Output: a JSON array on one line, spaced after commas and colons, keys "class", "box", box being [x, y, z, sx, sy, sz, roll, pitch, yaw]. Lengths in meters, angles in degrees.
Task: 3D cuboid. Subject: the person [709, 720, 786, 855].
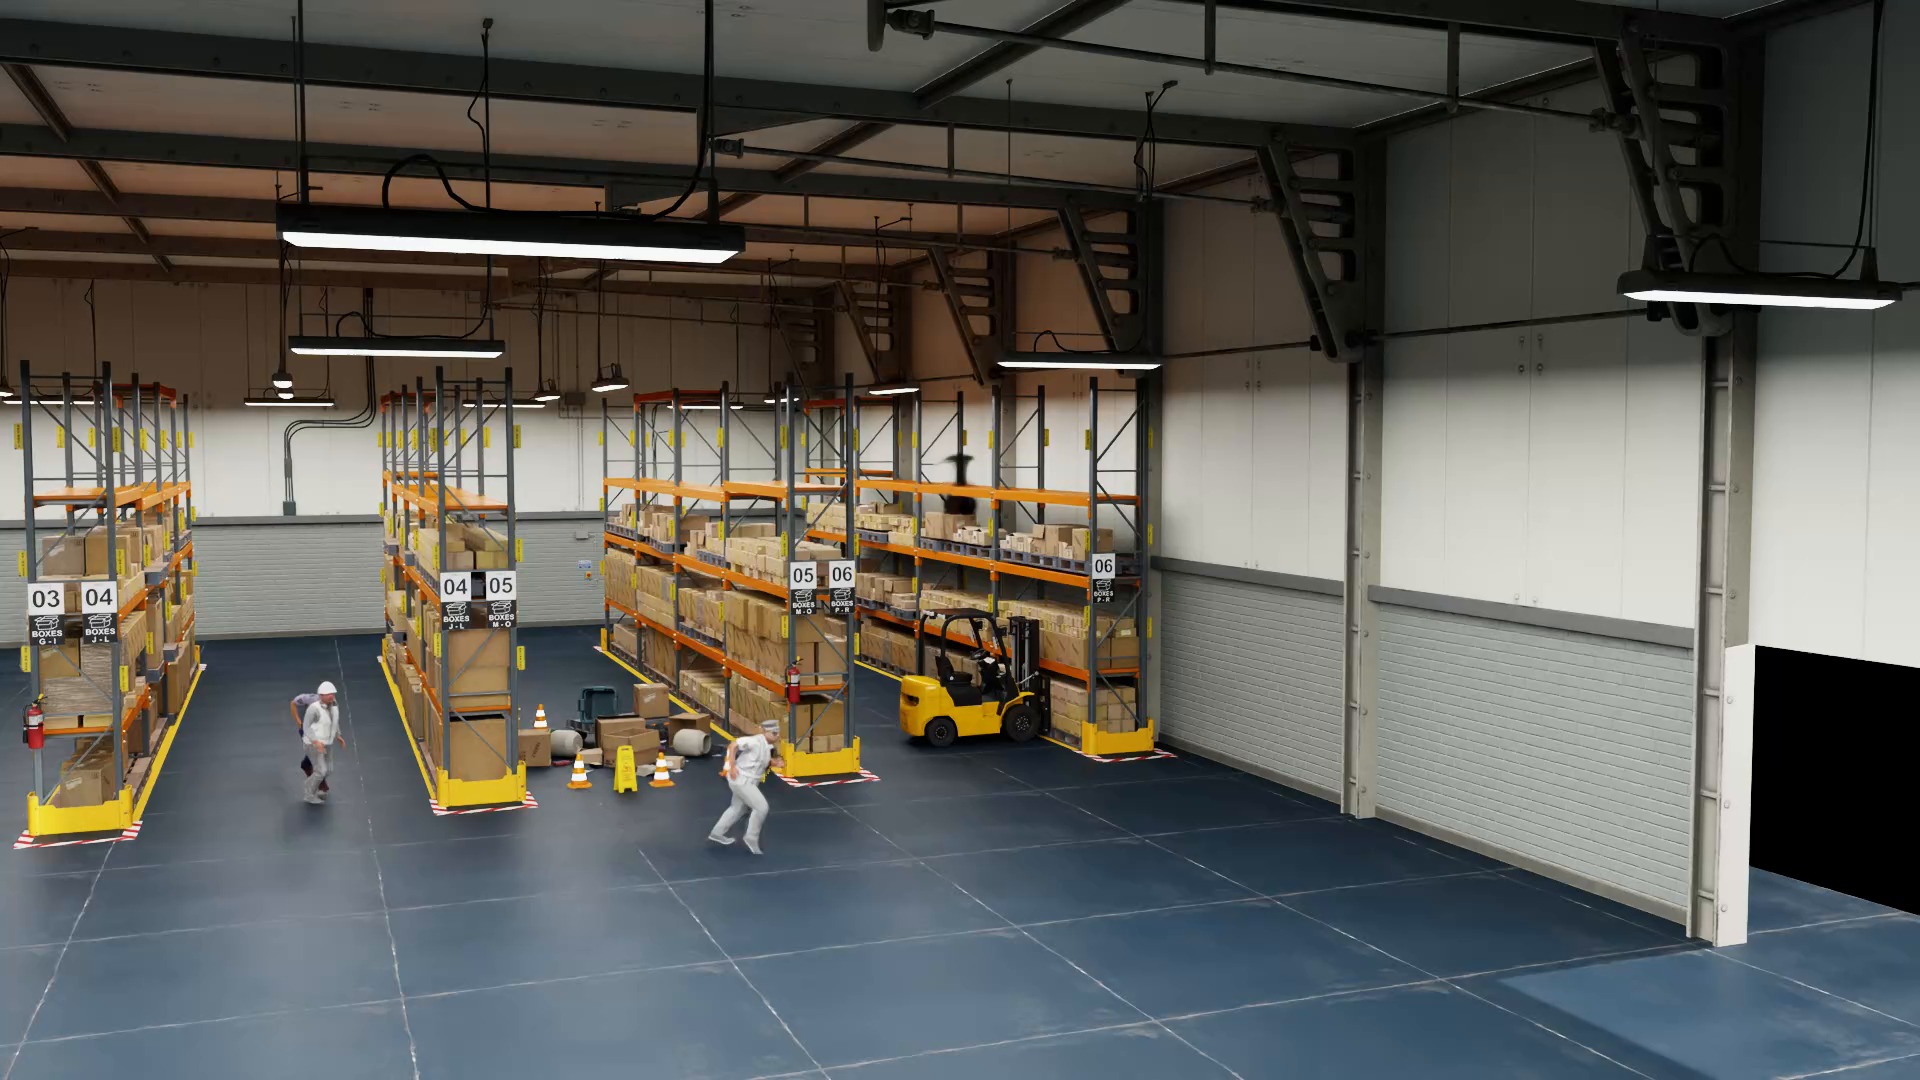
[{"class": "person", "box": [-2.609, 3.007, 20.165, 1.018, 1.692, 0.704, 1, 4, 17]}]

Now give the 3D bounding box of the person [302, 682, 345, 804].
[{"class": "person", "box": [-8.847, 2.790, 22.888, 0.773, 1.724, 0.636, 1, 4, 17]}]

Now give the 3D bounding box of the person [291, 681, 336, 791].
[{"class": "person", "box": [-9.359, 2.803, 24.020, 0.650, 1.617, 0.972, -3, 5, -41]}]
